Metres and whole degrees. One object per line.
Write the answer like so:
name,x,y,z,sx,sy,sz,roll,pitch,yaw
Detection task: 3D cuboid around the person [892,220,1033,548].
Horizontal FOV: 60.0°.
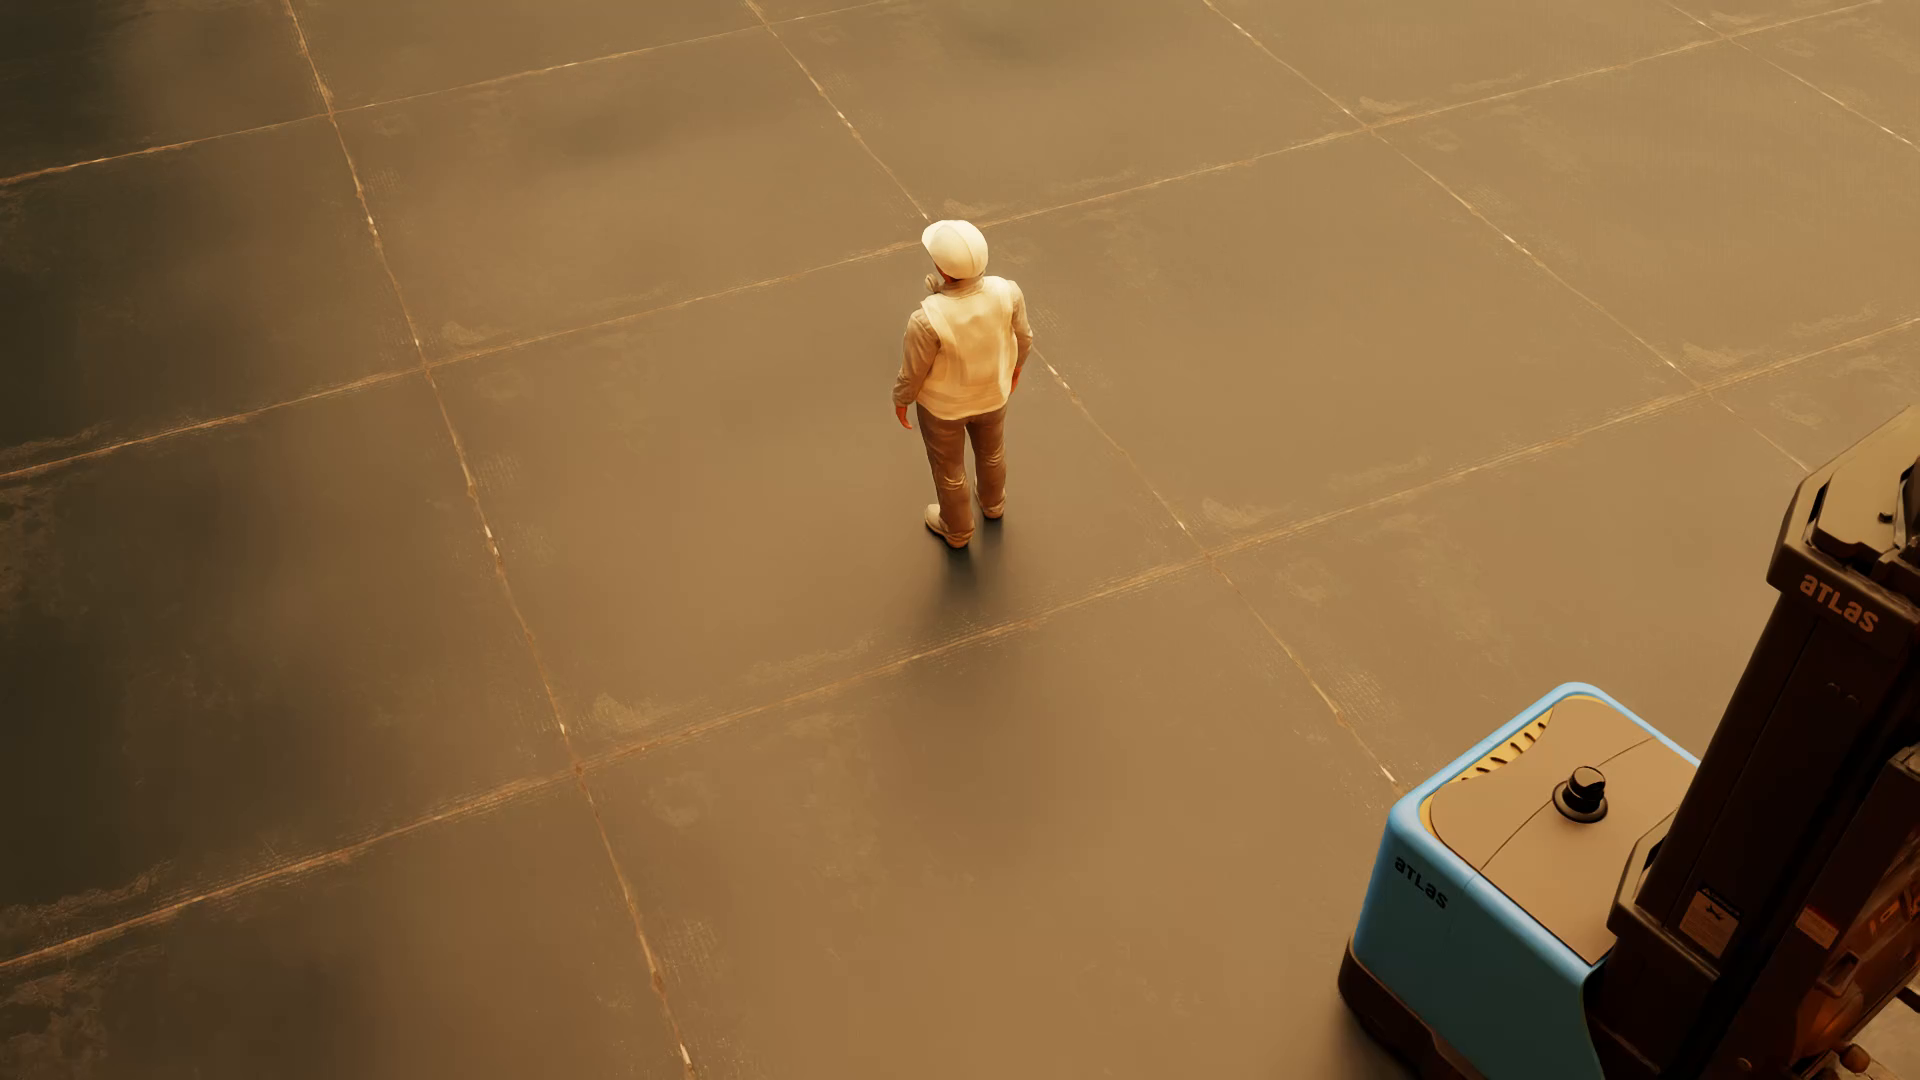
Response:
person,-0.018,-0.695,7.262,0.632,1.773,0.568,-18,46,-18

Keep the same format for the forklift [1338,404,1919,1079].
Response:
forklift,2.658,1.178,4.418,1.130,2.935,3.031,-28,50,-26
